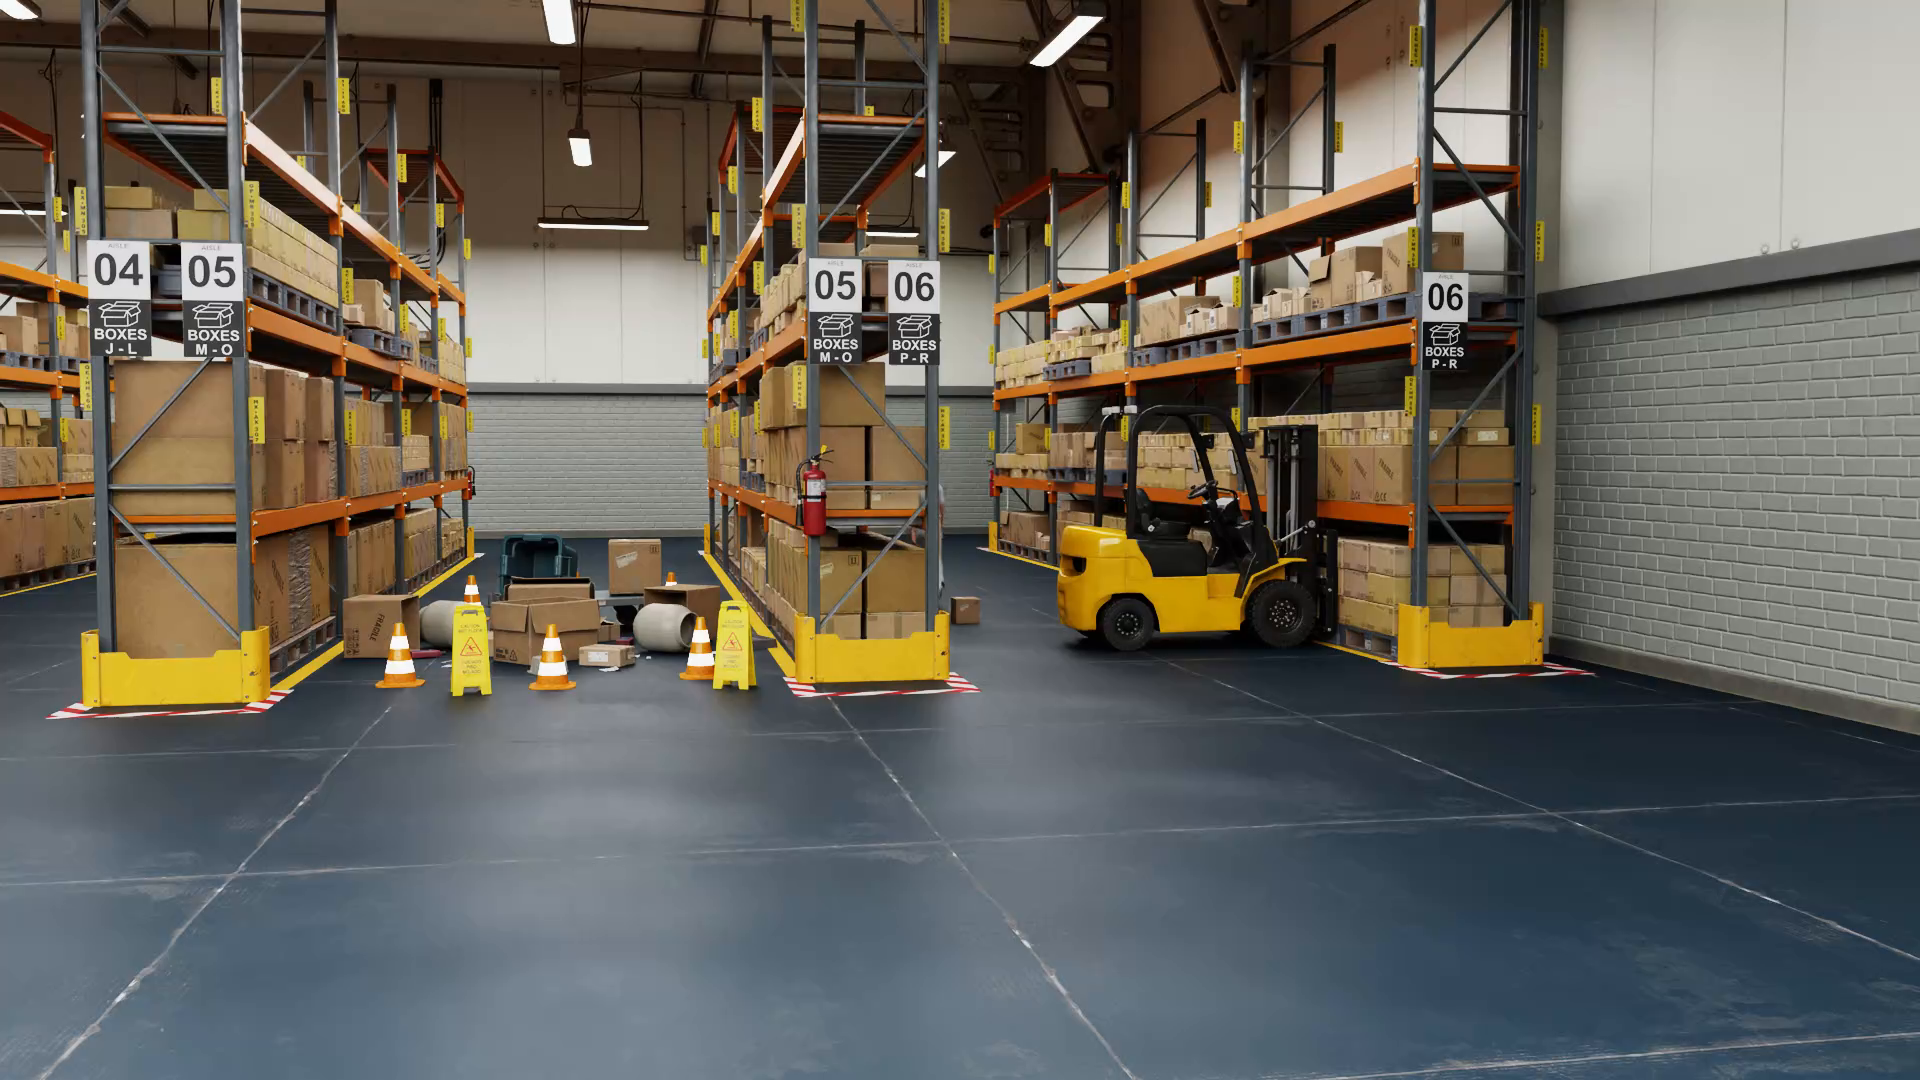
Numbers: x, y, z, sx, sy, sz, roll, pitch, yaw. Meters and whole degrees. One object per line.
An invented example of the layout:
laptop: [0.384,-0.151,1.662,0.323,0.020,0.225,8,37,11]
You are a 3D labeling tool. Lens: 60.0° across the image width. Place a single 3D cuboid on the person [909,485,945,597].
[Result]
person: [-0.386,-0.109,19.081,0.440,1.626,0.969,-1,3,-10]
